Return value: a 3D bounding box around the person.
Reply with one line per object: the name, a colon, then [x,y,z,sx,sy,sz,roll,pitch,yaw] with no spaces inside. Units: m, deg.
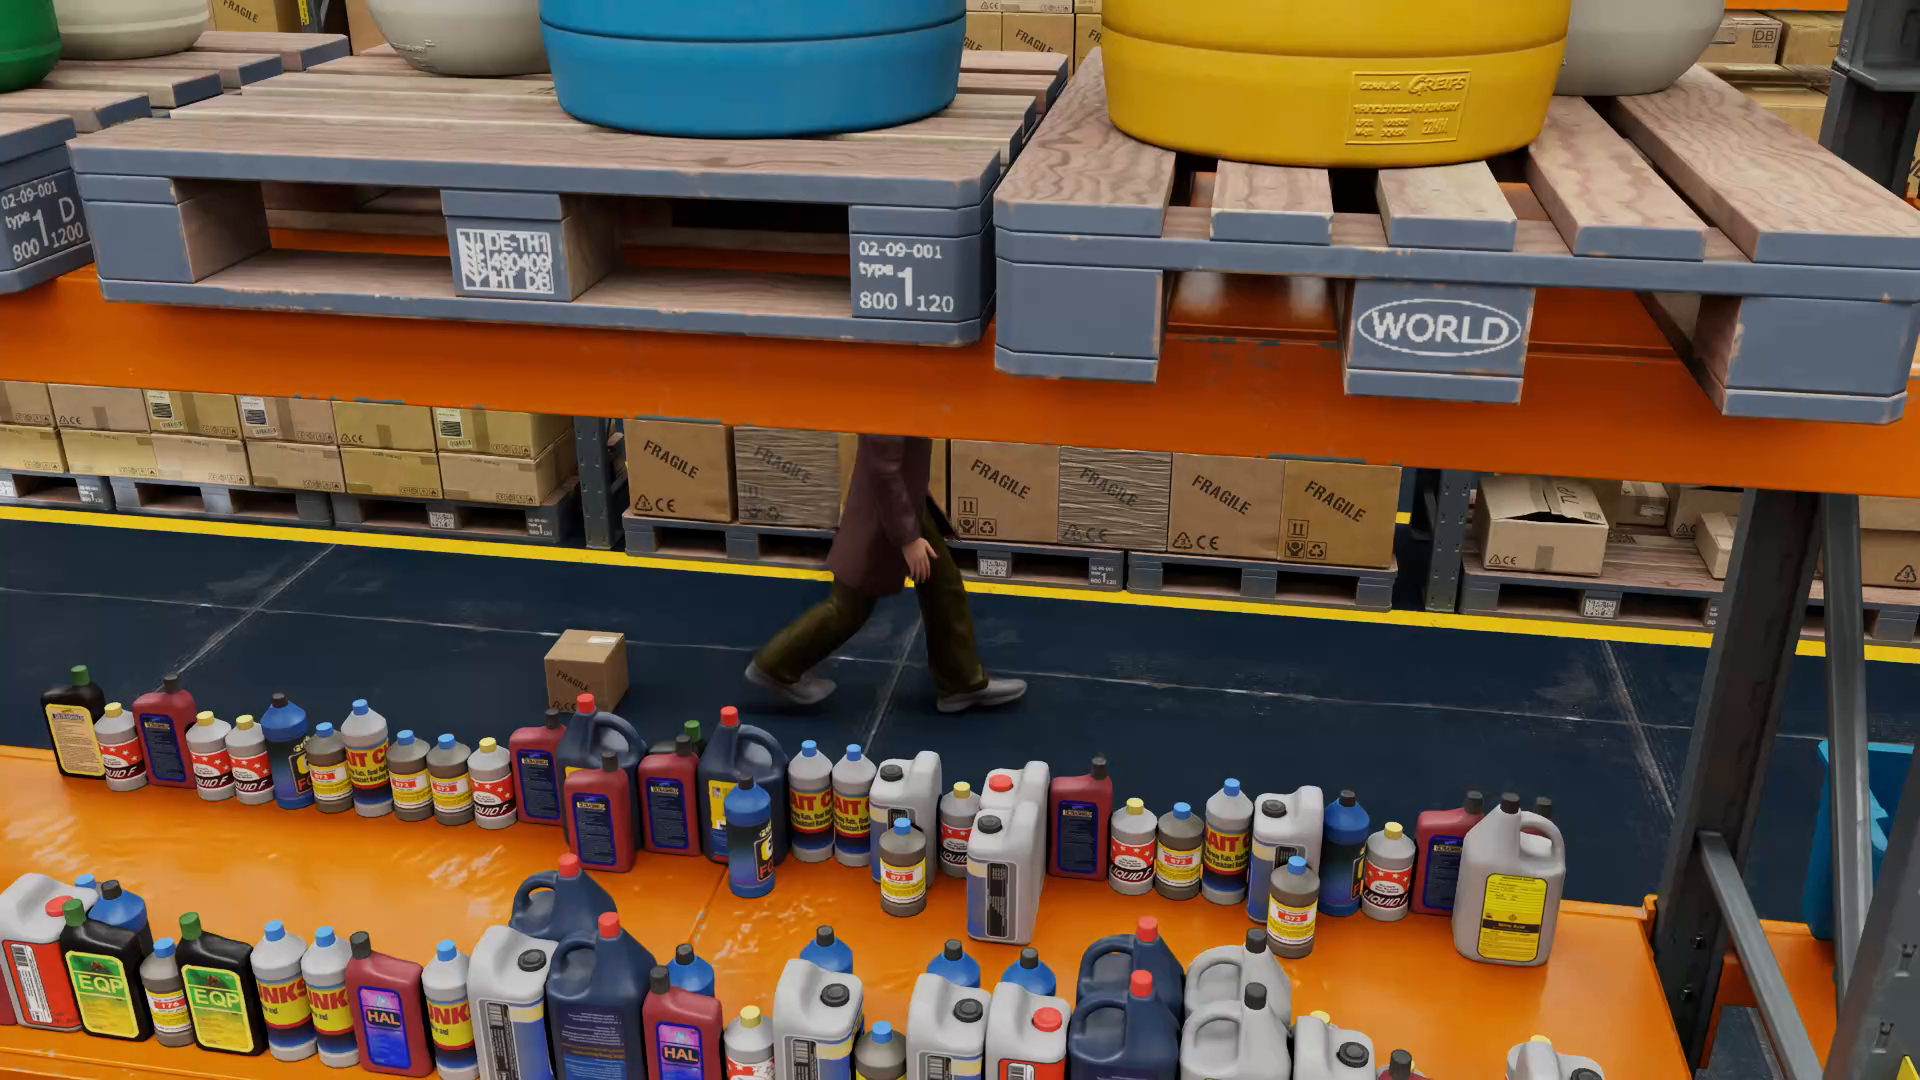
person: [-0.300,-0.098,6.354,1.126,1.734,0.607,3,25,6]
